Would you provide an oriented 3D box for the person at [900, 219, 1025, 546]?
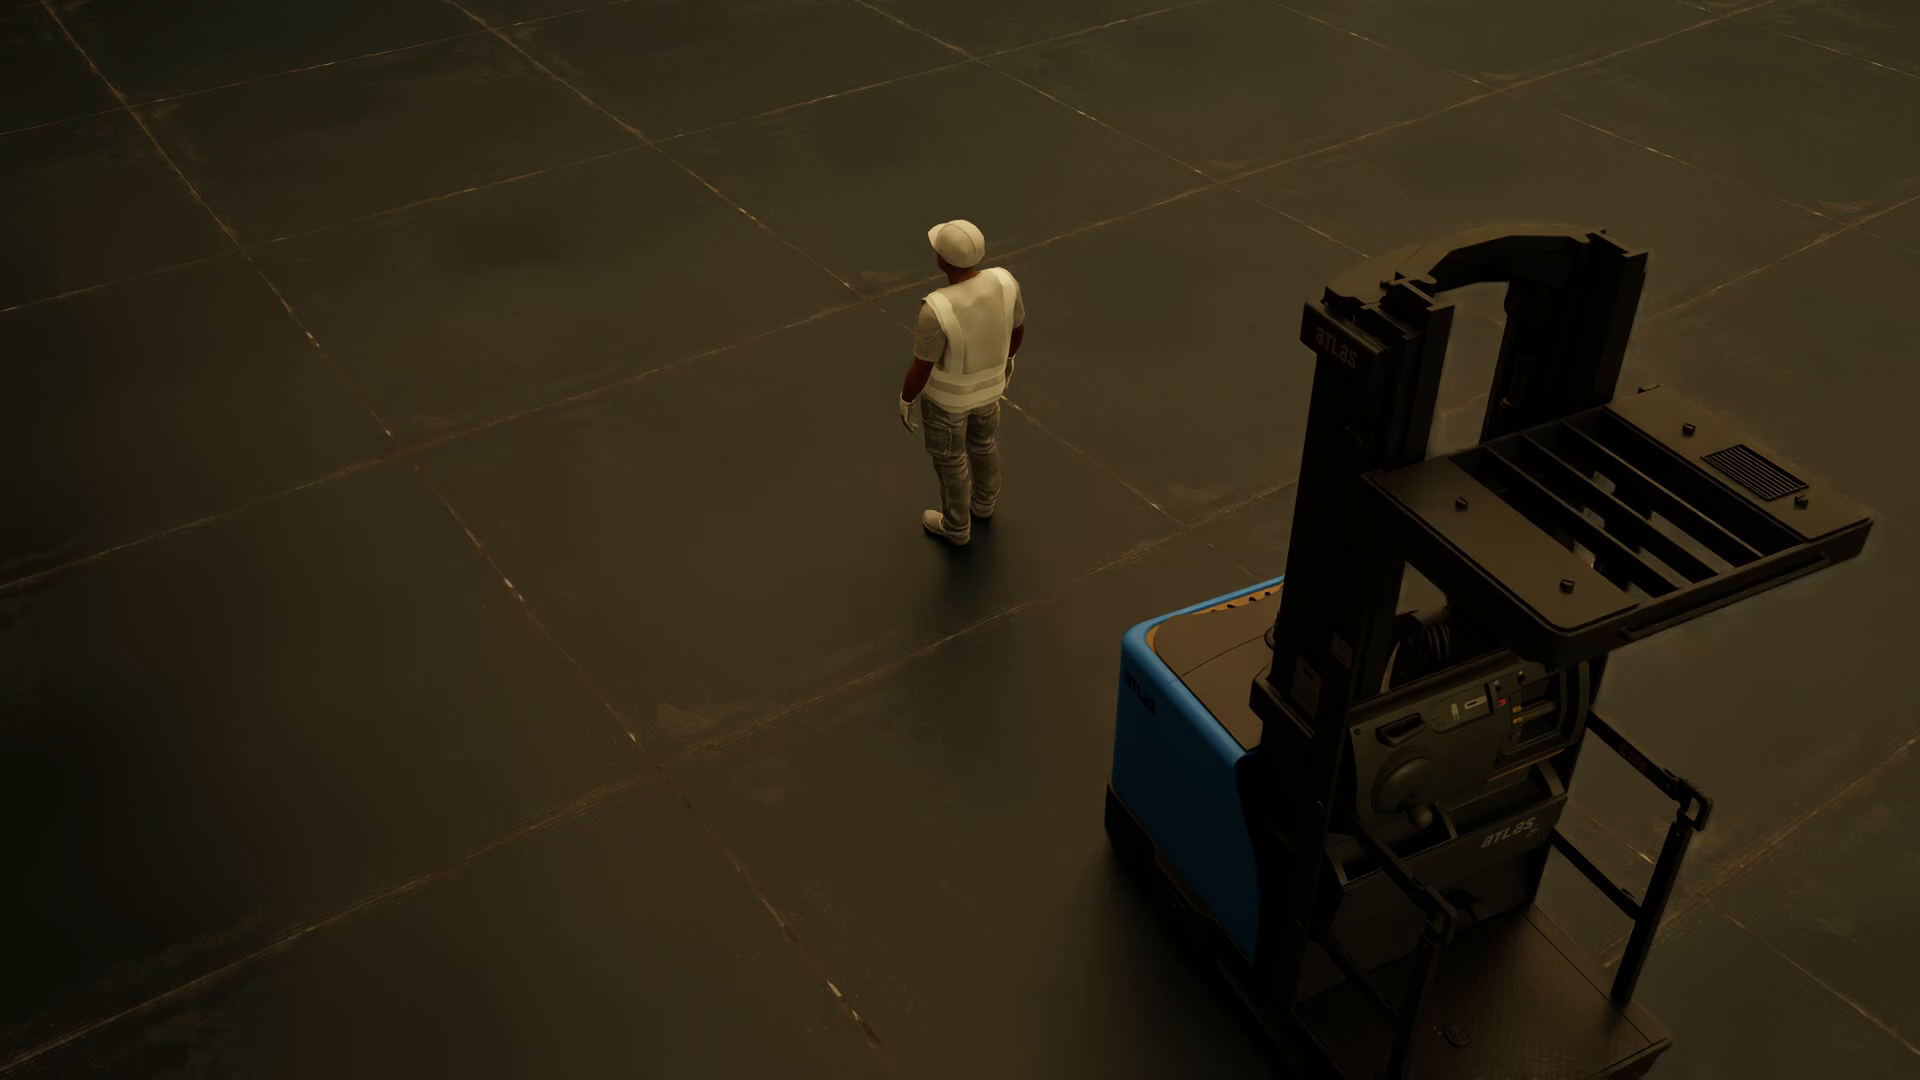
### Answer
[{"bbox_3d":[-0.034,-0.761,7.926,0.656,1.782,0.577,-23,42,-28],"label":"person"}]

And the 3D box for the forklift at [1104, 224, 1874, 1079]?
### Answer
[{"bbox_3d":[1.694,0.668,5.041,1.130,2.935,3.031,-17,40,-21],"label":"forklift"}]
